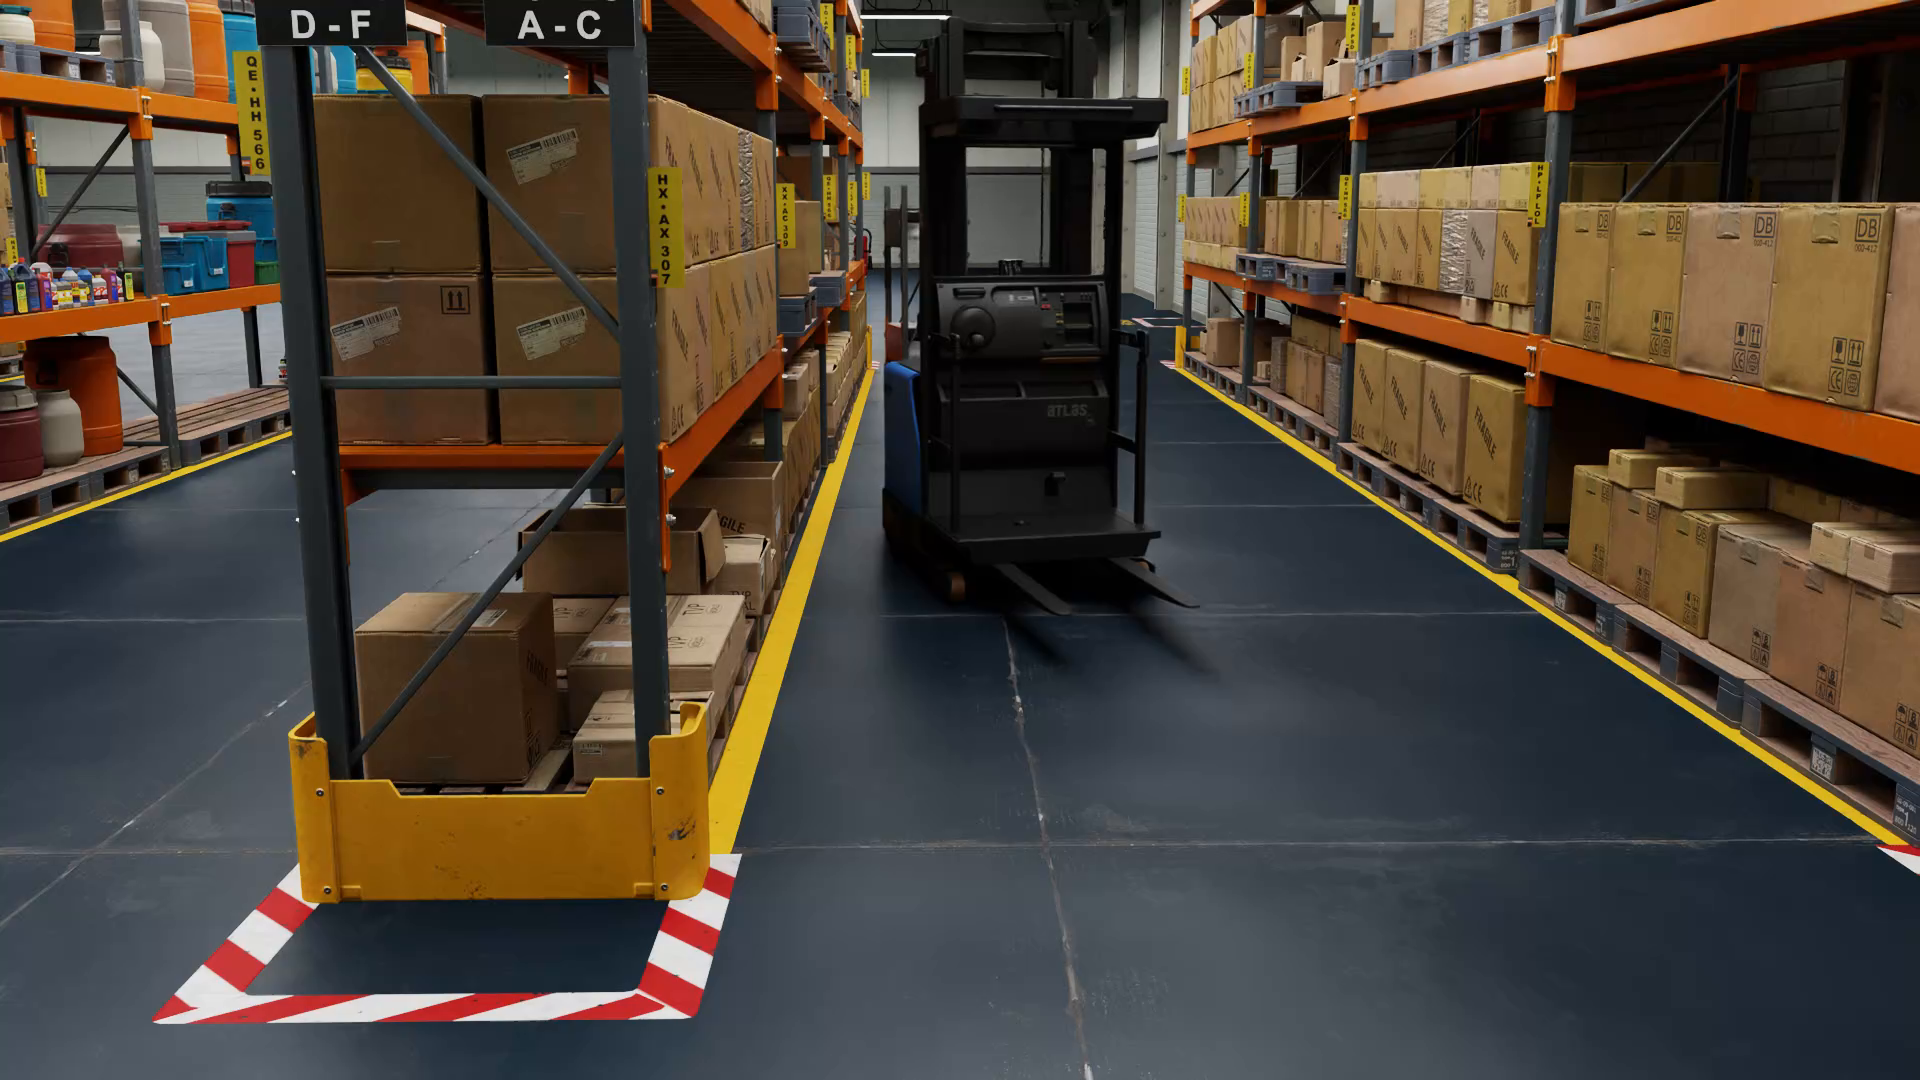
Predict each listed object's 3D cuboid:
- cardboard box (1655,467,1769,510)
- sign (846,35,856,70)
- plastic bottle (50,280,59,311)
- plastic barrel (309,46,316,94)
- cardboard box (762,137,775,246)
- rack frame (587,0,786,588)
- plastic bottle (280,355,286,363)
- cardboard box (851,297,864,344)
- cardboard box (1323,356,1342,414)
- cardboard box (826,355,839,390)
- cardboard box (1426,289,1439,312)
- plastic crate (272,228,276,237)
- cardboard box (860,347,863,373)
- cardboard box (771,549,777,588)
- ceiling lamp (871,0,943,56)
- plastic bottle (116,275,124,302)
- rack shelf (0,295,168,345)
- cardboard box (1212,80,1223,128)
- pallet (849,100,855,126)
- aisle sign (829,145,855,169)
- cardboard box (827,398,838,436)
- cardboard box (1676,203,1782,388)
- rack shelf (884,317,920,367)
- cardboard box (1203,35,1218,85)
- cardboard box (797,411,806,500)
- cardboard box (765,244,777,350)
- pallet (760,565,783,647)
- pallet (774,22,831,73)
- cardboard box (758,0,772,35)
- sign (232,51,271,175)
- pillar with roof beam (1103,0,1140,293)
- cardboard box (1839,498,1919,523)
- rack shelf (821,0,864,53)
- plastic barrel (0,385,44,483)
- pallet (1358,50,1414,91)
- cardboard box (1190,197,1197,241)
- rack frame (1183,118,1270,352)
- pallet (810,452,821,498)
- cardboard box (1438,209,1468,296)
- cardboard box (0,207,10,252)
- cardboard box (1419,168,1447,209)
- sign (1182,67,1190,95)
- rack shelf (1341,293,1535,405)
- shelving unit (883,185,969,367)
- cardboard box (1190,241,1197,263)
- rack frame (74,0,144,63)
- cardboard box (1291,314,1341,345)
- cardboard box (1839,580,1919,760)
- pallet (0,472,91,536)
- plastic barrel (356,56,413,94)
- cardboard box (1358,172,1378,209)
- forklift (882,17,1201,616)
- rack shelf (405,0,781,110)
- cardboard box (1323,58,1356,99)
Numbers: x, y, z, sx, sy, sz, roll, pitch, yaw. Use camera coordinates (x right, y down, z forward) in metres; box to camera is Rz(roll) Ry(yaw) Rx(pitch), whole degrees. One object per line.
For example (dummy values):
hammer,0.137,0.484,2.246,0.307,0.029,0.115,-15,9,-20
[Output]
cardboard box,3.265,-0.226,7.229,0.380,0.149,0.250,-1,11,-3
sign,-1.059,-4.700,16.046,0.100,0.325,0.005,0,11,-1
plastic bottle,-6.033,-1.623,11.016,0.097,0.201,0.097,0,11,0
plastic barrel,-6.326,-4.414,15.468,0.600,0.901,0.708,0,11,-1
cardboard box,-1.167,-1.668,7.969,0.500,0.500,0.500,0,11,-1
rack frame,-1.436,-1.228,8.568,1.000,3.000,0.127,0,11,-1
plastic bottle,-6.893,-1.777,17.001,0.061,0.283,0.133,0,11,2
cardboard box,-1.331,-2.436,18.494,0.500,0.500,0.500,0,11,-1
cardboard box,3.473,-1.281,14.008,0.700,0.500,0.500,0,11,-1
cardboard box,-1.255,-1.366,13.697,0.500,0.311,0.500,-1,11,-3
cardboard box,3.252,-1.560,10.785,0.380,0.149,0.250,0,11,-1
plastic crate,-6.238,-2.735,15.836,0.402,0.464,0.583,0,11,-1
cardboard box,-1.318,-1.969,18.079,0.500,0.250,0.500,0,11,-1
cardboard box,-1.073,0.140,7.889,0.380,0.149,0.250,0,11,-1
ceiling lamp,-1.352,-14.475,44.093,2.000,3.185,0.800,0,11,-1
plastic bottle,-6.052,-1.805,11.910,0.097,0.201,0.097,0,11,0
rack shelf,-6.430,-1.254,10.503,1.077,0.370,4.000,0,11,-1
cardboard box,3.048,-4.779,18.227,0.500,0.500,0.500,0,11,2
pallet,-1.667,-4.656,18.145,1.003,0.211,1.213,0,11,-1
aisle sign,-1.392,-4.902,20.138,0.394,0.787,0.004,0,11,-1
cardboard box,-1.236,-0.987,13.238,0.500,0.250,0.500,0,11,-1
cardboard box,3.546,-0.999,6.683,0.980,0.700,0.700,-1,11,-4
rack shelf,-0.213,-1.112,10.326,0.431,0.518,0.480,-3,12,-14
cardboard box,3.015,-5.374,18.644,0.500,0.500,0.500,0,11,0
cardboard box,-1.227,-0.521,10.264,0.500,0.500,0.500,0,11,0
cardboard box,-1.169,-1.179,8.074,0.500,0.500,0.500,0,11,0
pallet,-1.423,0.275,8.173,1.003,0.211,1.213,0,11,-1
pallet,-1.404,-2.942,9.945,1.213,0.211,1.003,0,11,-1
cardboard box,-1.160,-2.529,7.814,0.500,0.250,0.500,0,11,-1
sign,-1.909,-1.157,4.511,0.100,0.325,0.005,0,11,-1
pillar with roof beam,-0.528,-9.999,36.715,9.100,9.000,0.548,0,11,-1
cardboard box,3.665,-0.068,6.451,0.380,0.149,0.250,0,11,0
rack shelf,-1.643,-5.607,17.881,1.077,0.370,4.000,0,11,-1
plastic barrel,-6.420,-0.706,11.003,0.600,0.588,0.708,0,11,-1
pallet,3.500,-3.294,11.682,1.213,0.211,1.003,0,11,1
cardboard box,2.978,-3.744,19.410,0.500,0.500,0.500,0,11,-1
rack frame,3.269,-3.635,20.430,1.000,3.000,0.127,0,11,-1
pallet,-1.541,-0.508,12.033,1.003,0.211,1.213,0,11,-1
cardboard box,3.233,-1.746,10.070,0.500,0.500,0.500,0,11,-1
cardboard box,-11.474,-3.560,19.063,0.875,0.500,0.500,0,11,-1
cardboard box,3.229,-2.217,10.509,0.500,0.250,0.500,0,11,-2
sign,2.726,-5.531,20.034,0.100,0.325,0.005,0,11,-1
rack shelf,3.475,-1.294,10.703,1.077,0.370,4.000,0,11,-1
shelving unit,-0.213,-1.125,10.323,0.431,2.100,0.503,-3,12,-14
cardboard box,2.986,-3.369,19.450,0.500,0.250,0.500,-1,11,-3
rack frame,-6.471,-4.944,11.794,1.000,3.000,0.127,0,11,-1
cardboard box,3.396,-1.964,15.489,0.500,0.250,0.500,0,11,-2
cardboard box,3.485,0.426,5.644,0.700,0.500,0.500,0,11,-1
pallet,-6.391,-0.239,10.704,1.003,0.211,1.213,0,11,-1
plastic barrel,-6.486,-5.136,18.756,0.600,0.588,0.600,0,11,0
cardboard box,3.186,-2.519,11.997,0.500,0.250,0.500,0,11,0
forklift,0.388,-1.198,8.590,1.130,2.935,3.031,-3,12,-14
rack shelf,-1.395,-1.948,6.382,1.077,0.370,4.000,0,11,-1
cardboard box,3.149,-3.623,13.000,0.500,0.311,0.500,0,11,-1
